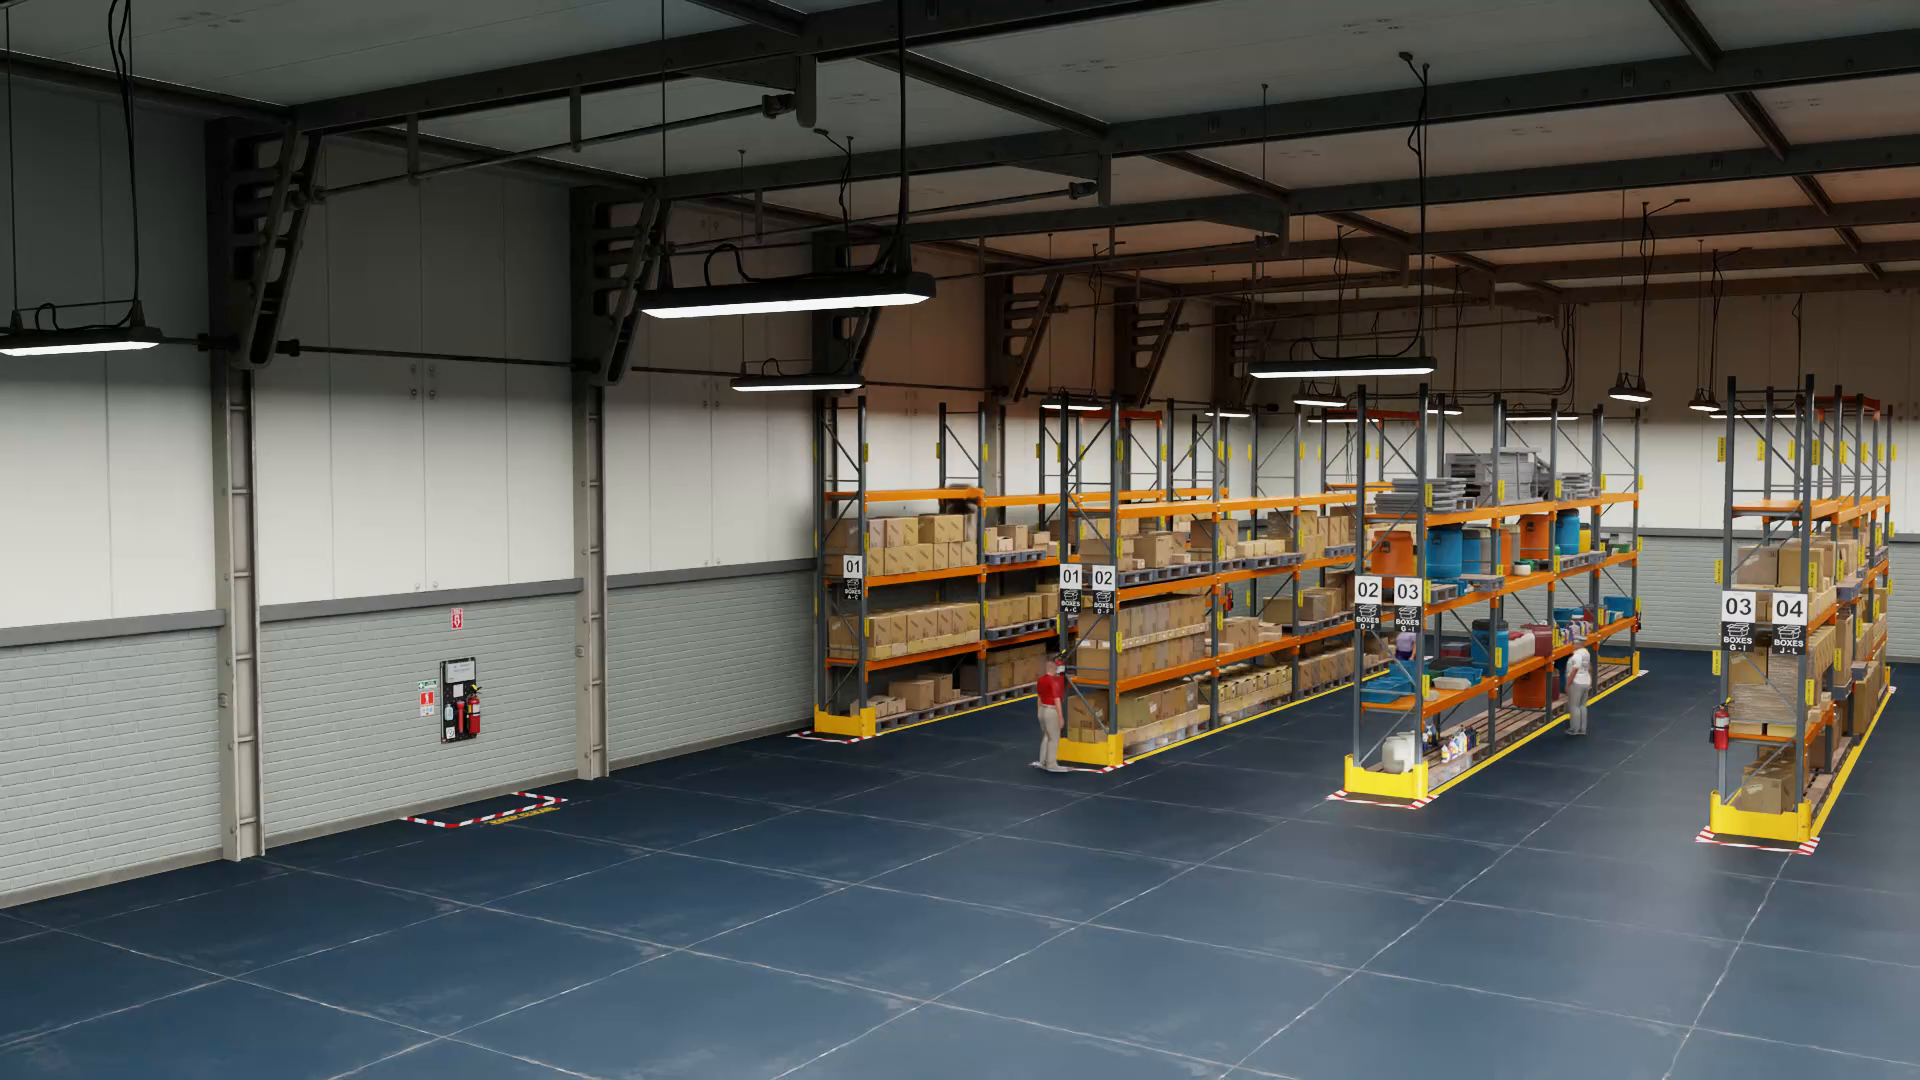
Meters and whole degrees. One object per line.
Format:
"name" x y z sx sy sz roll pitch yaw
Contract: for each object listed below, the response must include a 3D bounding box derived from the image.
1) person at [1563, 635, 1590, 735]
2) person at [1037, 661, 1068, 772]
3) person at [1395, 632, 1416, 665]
"person" 10.924 2.572 29.440 0.548 1.765 0.428 -3 4 -44
"person" 1.460 2.811 26.141 0.350 1.822 0.598 -1 3 -27
"person" 9.195 2.404 34.255 0.467 1.571 0.920 1 3 23
